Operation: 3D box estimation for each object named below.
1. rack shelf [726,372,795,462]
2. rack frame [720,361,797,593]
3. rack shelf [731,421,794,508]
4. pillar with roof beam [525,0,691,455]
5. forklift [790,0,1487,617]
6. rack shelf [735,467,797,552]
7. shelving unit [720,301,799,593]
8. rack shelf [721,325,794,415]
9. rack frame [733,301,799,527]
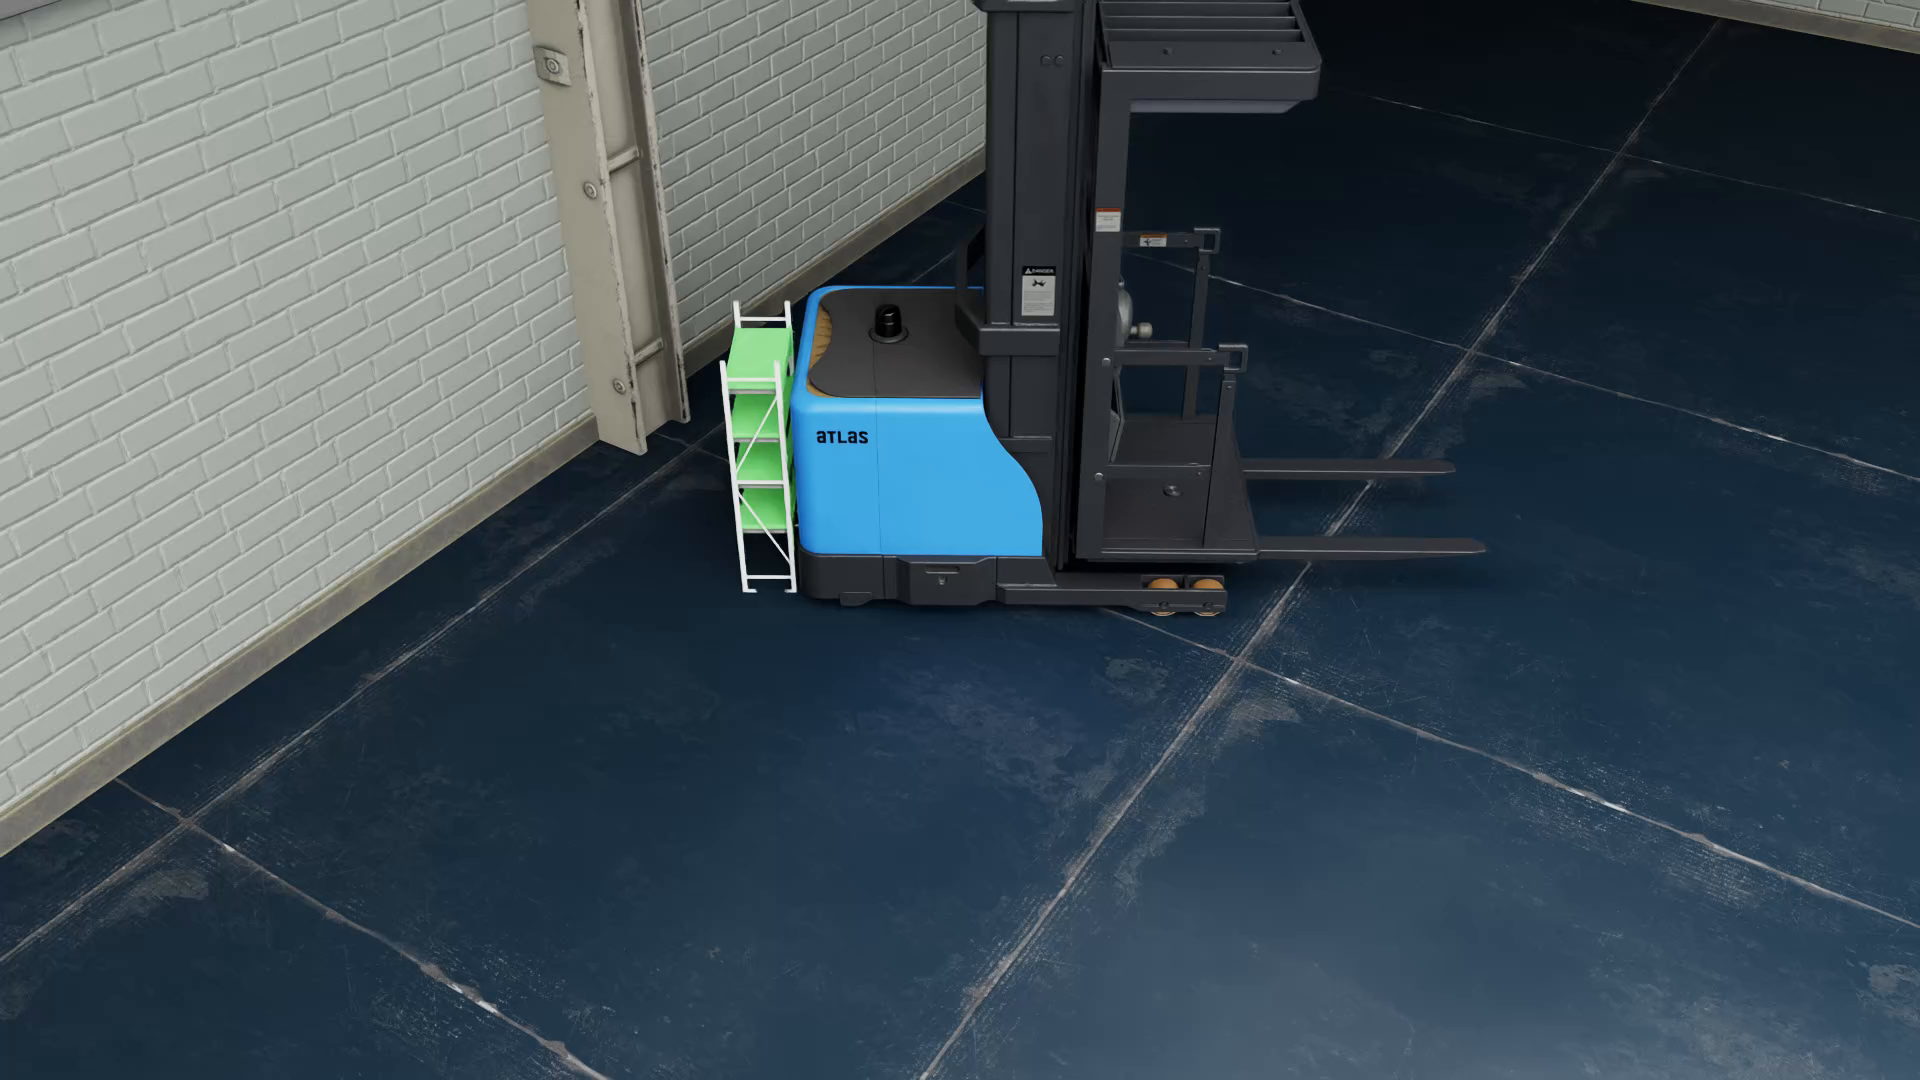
[{"bbox_3d":[-0.849,-0.533,7.170,0.258,0.148,0.480,0,38,0],"label":"rack shelf"},{"bbox_3d":[-0.850,-0.245,7.085,0.240,1.200,0.015,0,38,0],"label":"rack frame"},{"bbox_3d":[-0.849,-0.343,7.317,0.258,0.148,0.480,0,38,0],"label":"rack shelf"},{"bbox_3d":[2.018,-2.729,3.919,9.100,9.000,0.400,21,42,25],"label":"pillar with roof beam"},{"bbox_3d":[0.812,-1.154,6.846,3.031,2.935,1.130,0,38,1],"label":"forklift"},{"bbox_3d":[-0.849,-0.153,7.463,0.258,0.148,0.480,0,38,0],"label":"rack shelf"},{"bbox_3d":[-0.849,-0.394,7.278,0.258,1.200,0.503,0,38,0],"label":"shelving unit"},{"bbox_3d":[-0.849,-0.723,7.024,0.258,0.148,0.480,0,38,0],"label":"rack shelf"},{"bbox_3d":[-0.848,-0.543,7.471,0.240,1.200,0.015,0,38,0],"label":"rack frame"}]
